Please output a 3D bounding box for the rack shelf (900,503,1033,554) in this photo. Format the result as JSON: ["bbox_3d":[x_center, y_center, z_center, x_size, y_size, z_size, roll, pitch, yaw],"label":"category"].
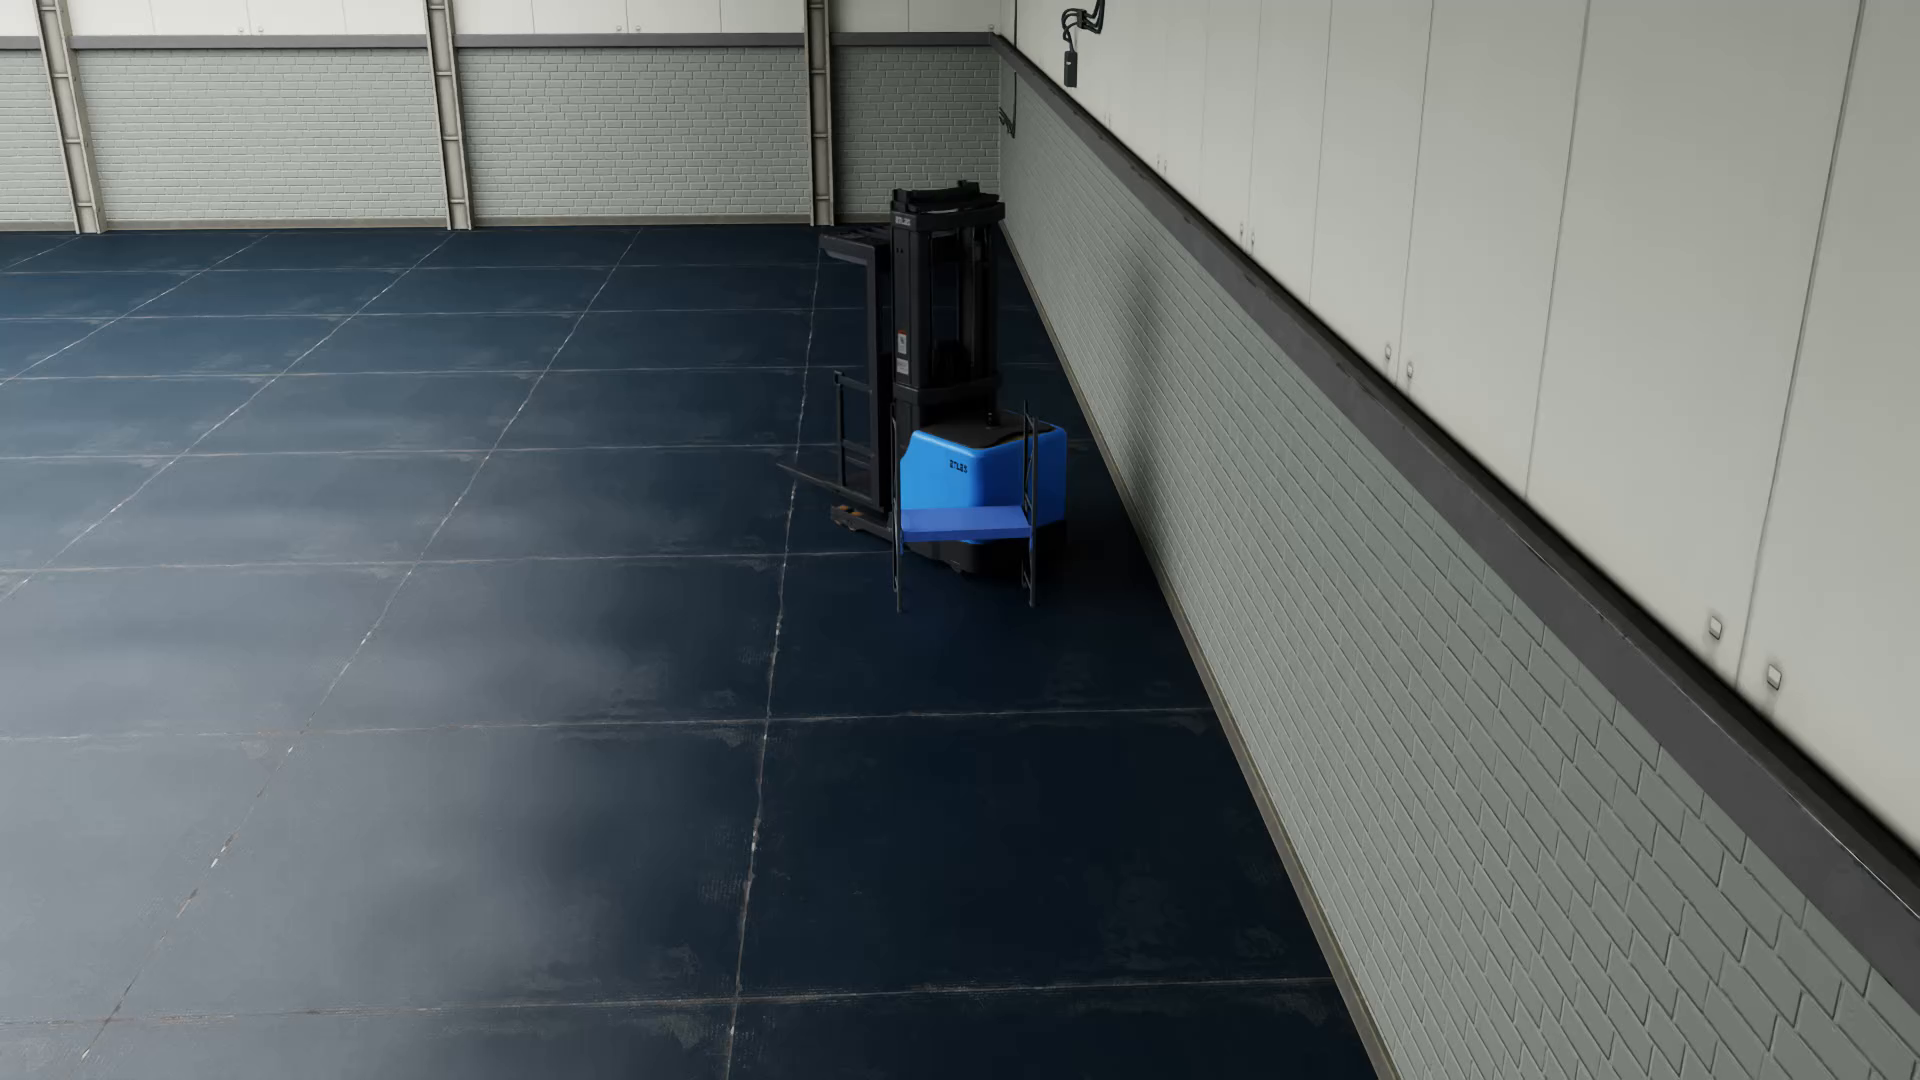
[{"bbox_3d":[0.025,-0.089,12.684,1.000,0.185,0.538,-2,21,-6],"label":"rack shelf"}]

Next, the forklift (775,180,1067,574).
[{"bbox_3d":[-0.465,-1.550,14.004,1.130,2.935,3.031,-17,27,-38],"label":"forklift"}]

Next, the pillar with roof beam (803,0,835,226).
[{"bbox_3d":[-2.071,-8.001,22.421,0.400,9.000,9.100,-1,21,-3],"label":"pillar with roof beam"}]

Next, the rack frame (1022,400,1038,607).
[{"bbox_3d":[0.530,-0.277,12.673,0.032,1.500,0.500,-2,21,-6],"label":"rack frame"}]

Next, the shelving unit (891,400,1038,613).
[{"bbox_3d":[0.025,-0.257,12.620,1.048,1.500,0.538,-2,21,-6],"label":"shelving unit"}]

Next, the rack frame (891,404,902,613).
[{"bbox_3d":[-0.480,-0.237,12.568,0.032,1.500,0.500,-2,21,-6],"label":"rack frame"}]

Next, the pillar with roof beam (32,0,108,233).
[{"bbox_3d":[-14.051,-7.757,21.780,0.400,9.000,9.100,-1,21,-3],"label":"pillar with roof beam"}]

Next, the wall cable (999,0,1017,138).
[{"bbox_3d":[0.700,-7.669,25.913,0.112,2.526,3.097,-1,21,-3],"label":"wall cable"}]

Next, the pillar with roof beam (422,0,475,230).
[{"bbox_3d":[-8.061,-7.879,22.100,0.400,9.000,9.100,-1,21,-3],"label":"pillar with roof beam"}]
